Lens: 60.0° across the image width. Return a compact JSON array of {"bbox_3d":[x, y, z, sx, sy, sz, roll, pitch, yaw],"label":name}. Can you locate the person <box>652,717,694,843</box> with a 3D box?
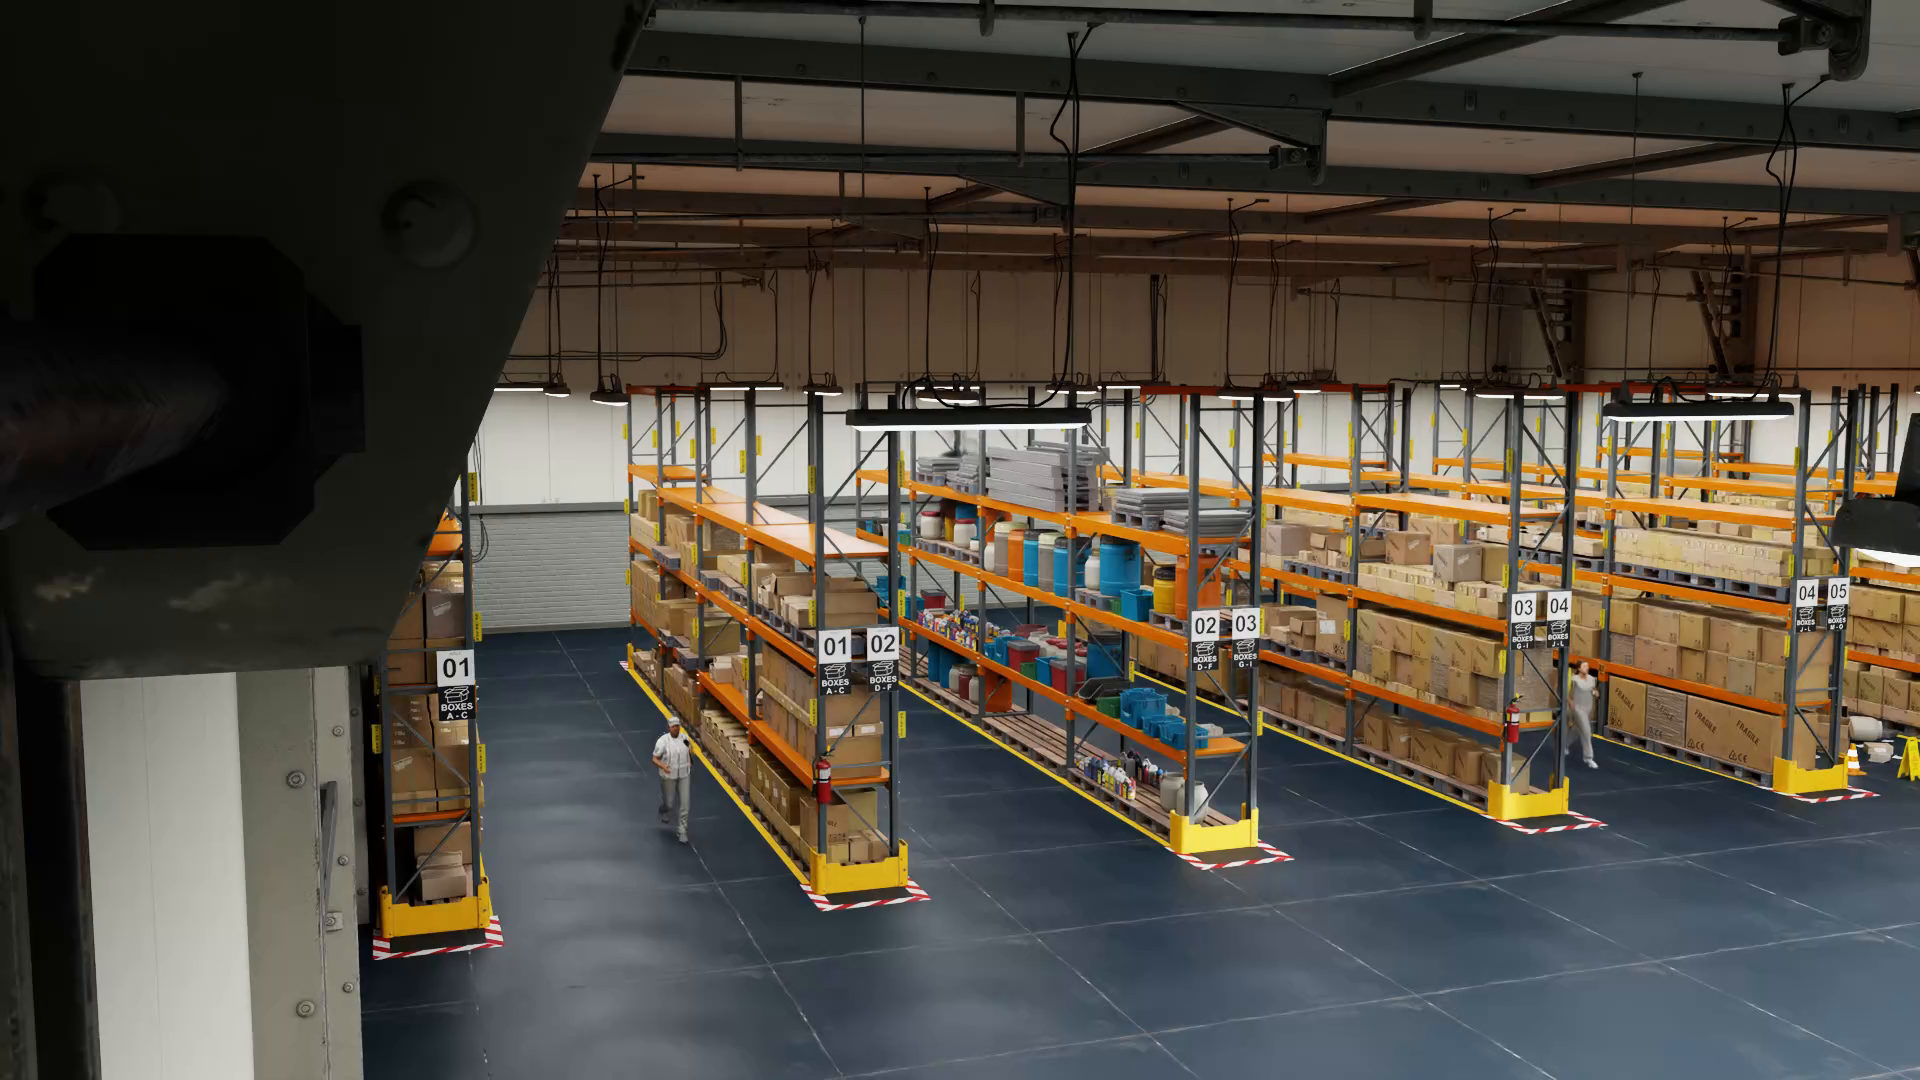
[{"bbox_3d":[-3.863,3.204,22.513,0.607,1.667,0.841,-3,7,-25],"label":"person"}]

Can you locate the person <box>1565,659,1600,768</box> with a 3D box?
[{"bbox_3d":[9.973,2.741,26.724,0.553,1.691,0.896,-3,7,-25],"label":"person"}]
